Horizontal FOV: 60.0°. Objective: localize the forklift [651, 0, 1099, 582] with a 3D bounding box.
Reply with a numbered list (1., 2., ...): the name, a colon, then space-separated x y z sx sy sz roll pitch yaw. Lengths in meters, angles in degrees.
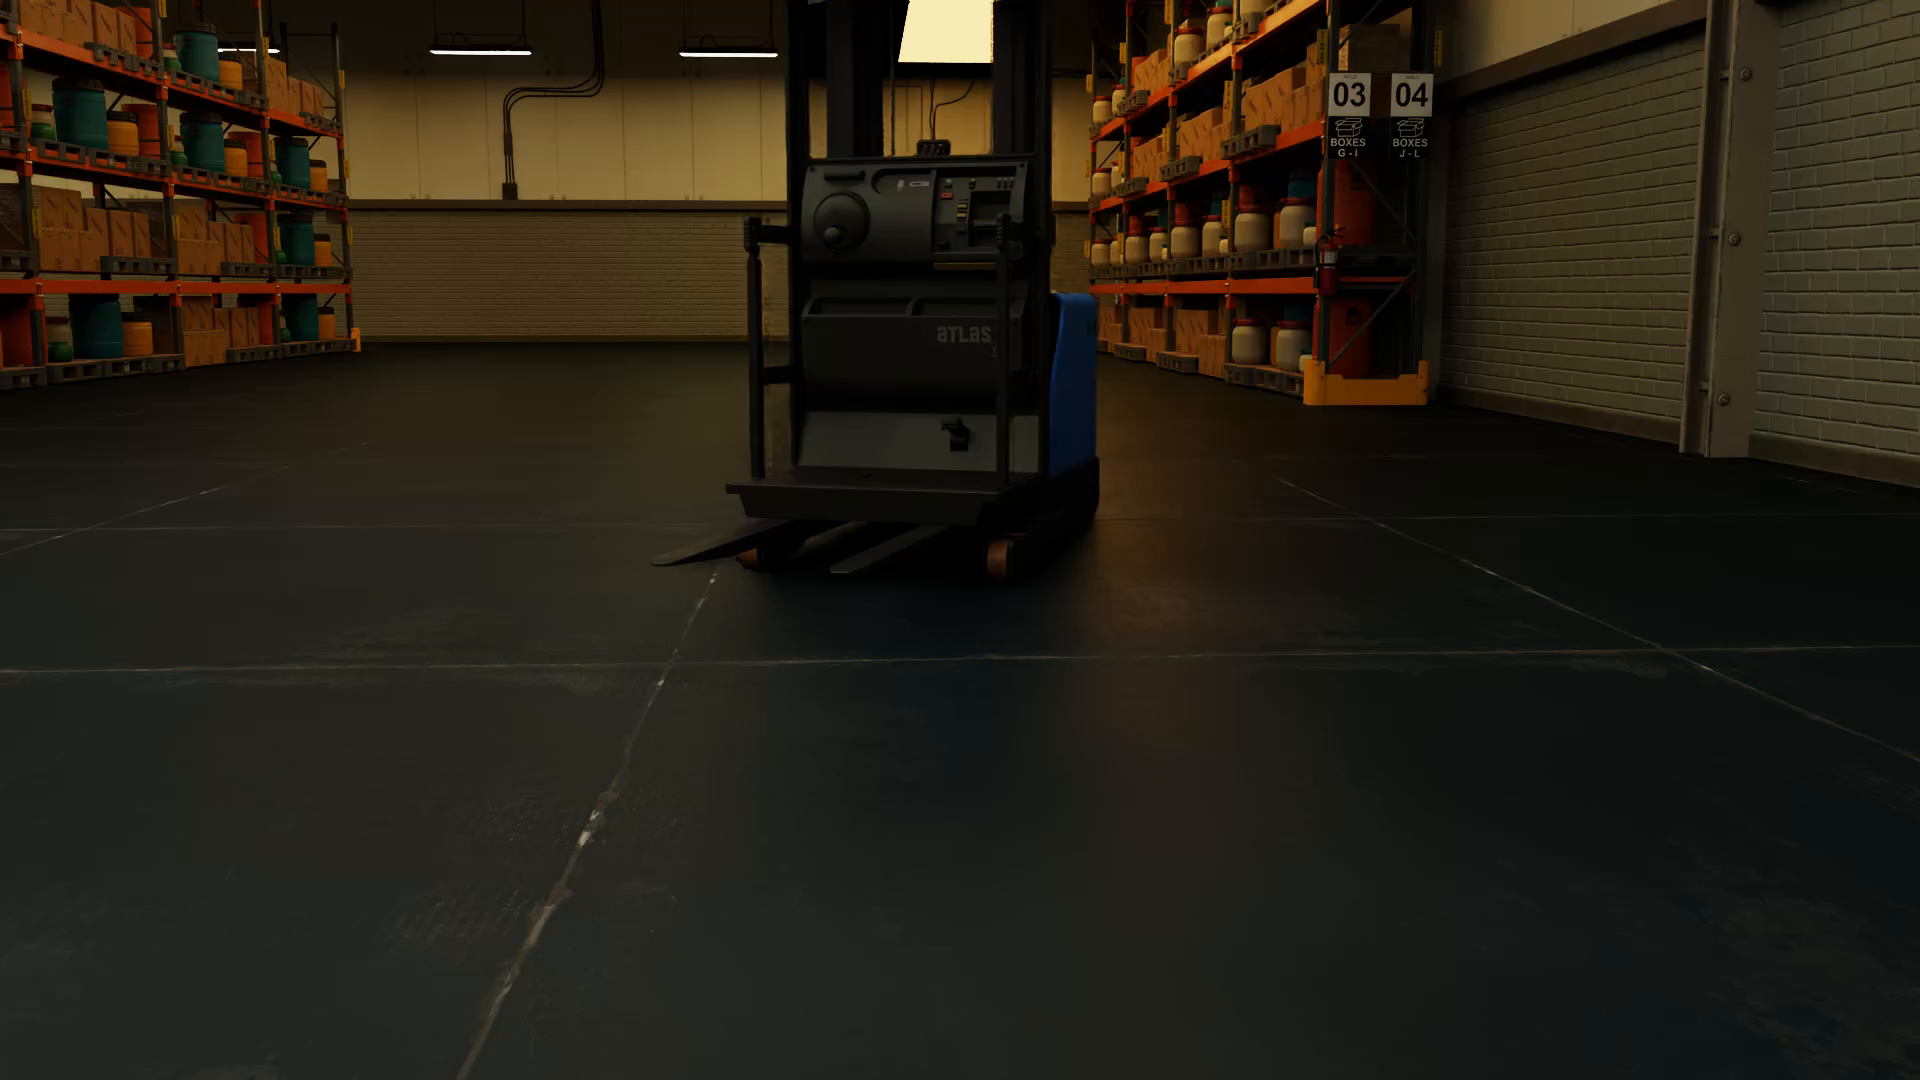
1. forklift: -0.243 -1.355 6.454 1.130 2.935 3.031 2 9 16
